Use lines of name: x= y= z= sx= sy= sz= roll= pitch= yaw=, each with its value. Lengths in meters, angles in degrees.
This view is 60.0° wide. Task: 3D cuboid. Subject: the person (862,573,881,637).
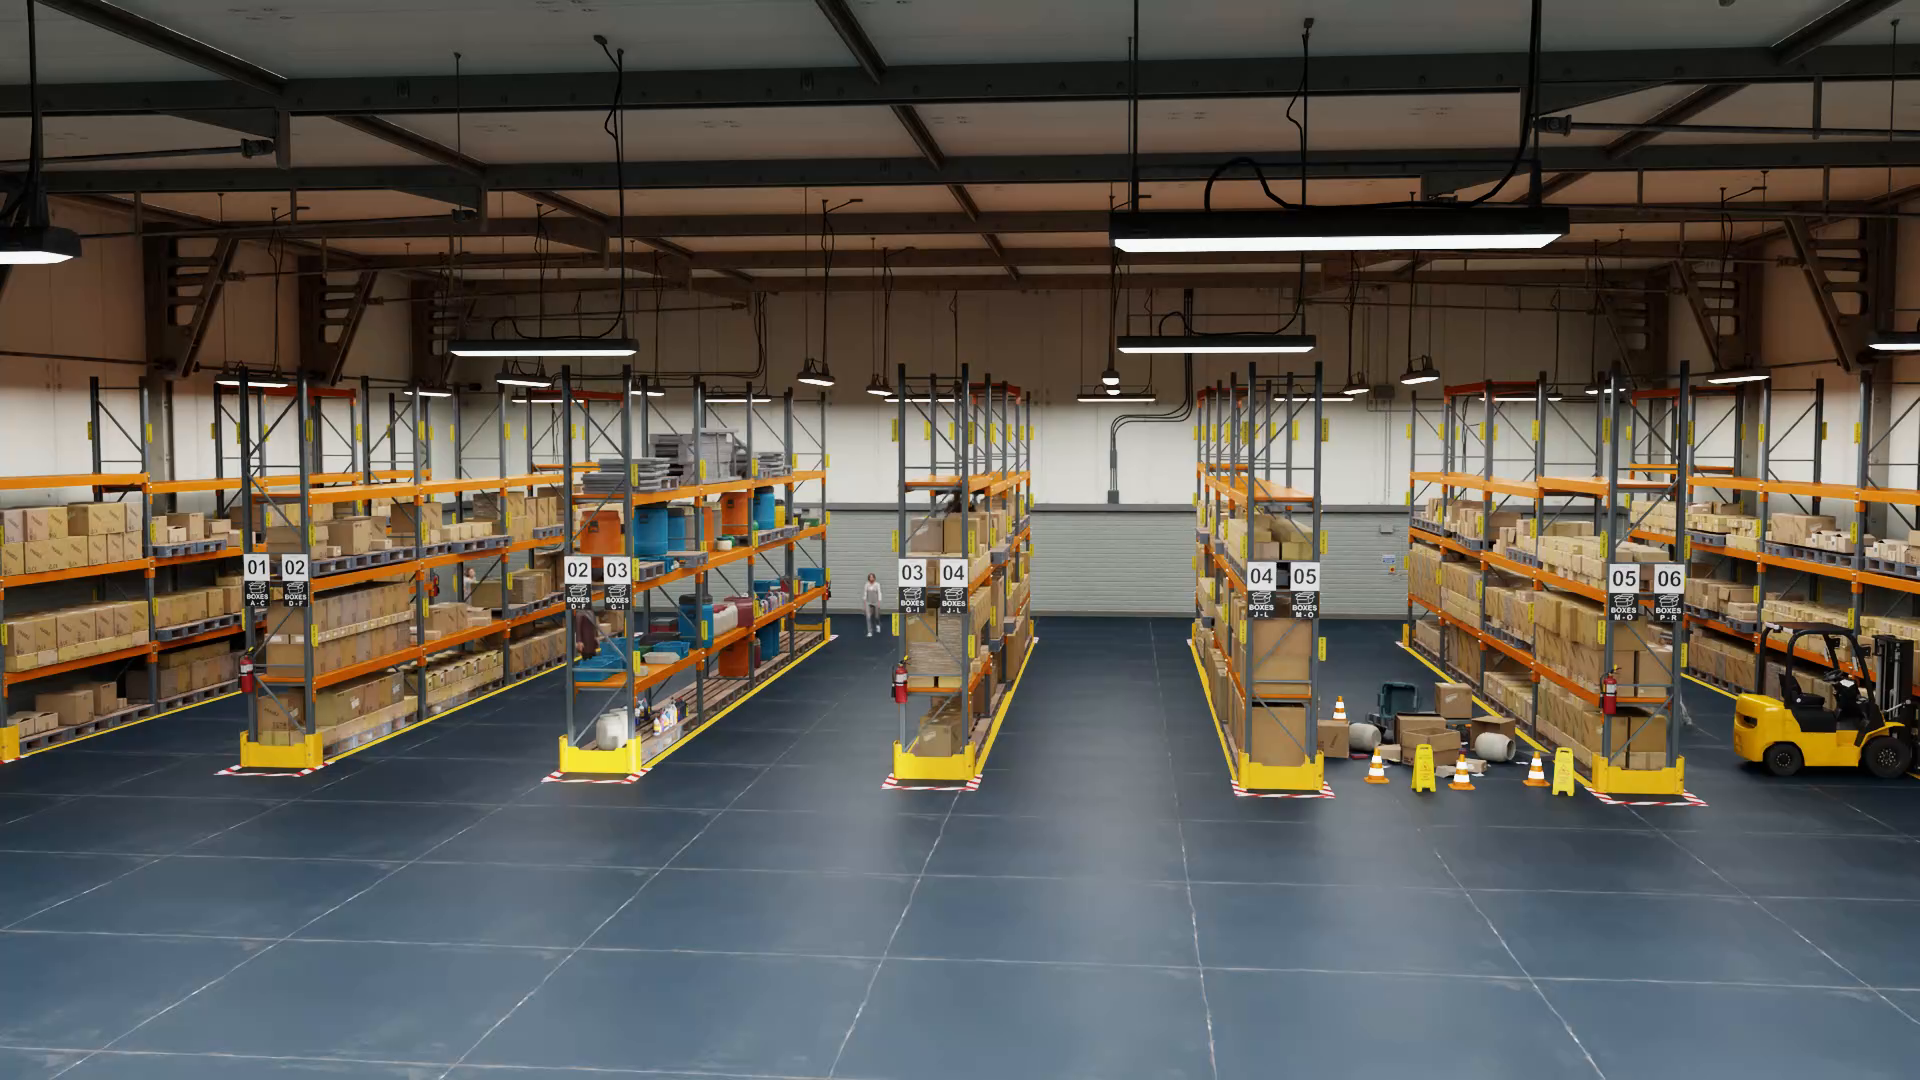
person: x=-2.171 y=1.583 z=40.895 sx=0.477 sy=1.569 sz=0.624 roll=0 pitch=4 yaw=3

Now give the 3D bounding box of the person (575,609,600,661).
person: x=-7.370 y=1.994 z=32.868 sx=0.489 sy=1.785 sz=0.596 roll=0 pitch=4 yaw=-3

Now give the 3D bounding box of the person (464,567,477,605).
person: x=-12.414 y=1.500 z=42.218 sx=0.633 sy=1.641 sz=0.612 roll=2 pitch=4 yaw=25

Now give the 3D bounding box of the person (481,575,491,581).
person: x=-11.161 y=1.646 z=39.277 sx=0.448 sy=1.648 sz=0.707 roll=0 pitch=4 yaw=4

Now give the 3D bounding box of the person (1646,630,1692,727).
person: x=11.962 y=2.361 z=28.247 sx=0.571 sy=1.645 sz=0.892 roll=-3 pitch=5 yaw=-37
